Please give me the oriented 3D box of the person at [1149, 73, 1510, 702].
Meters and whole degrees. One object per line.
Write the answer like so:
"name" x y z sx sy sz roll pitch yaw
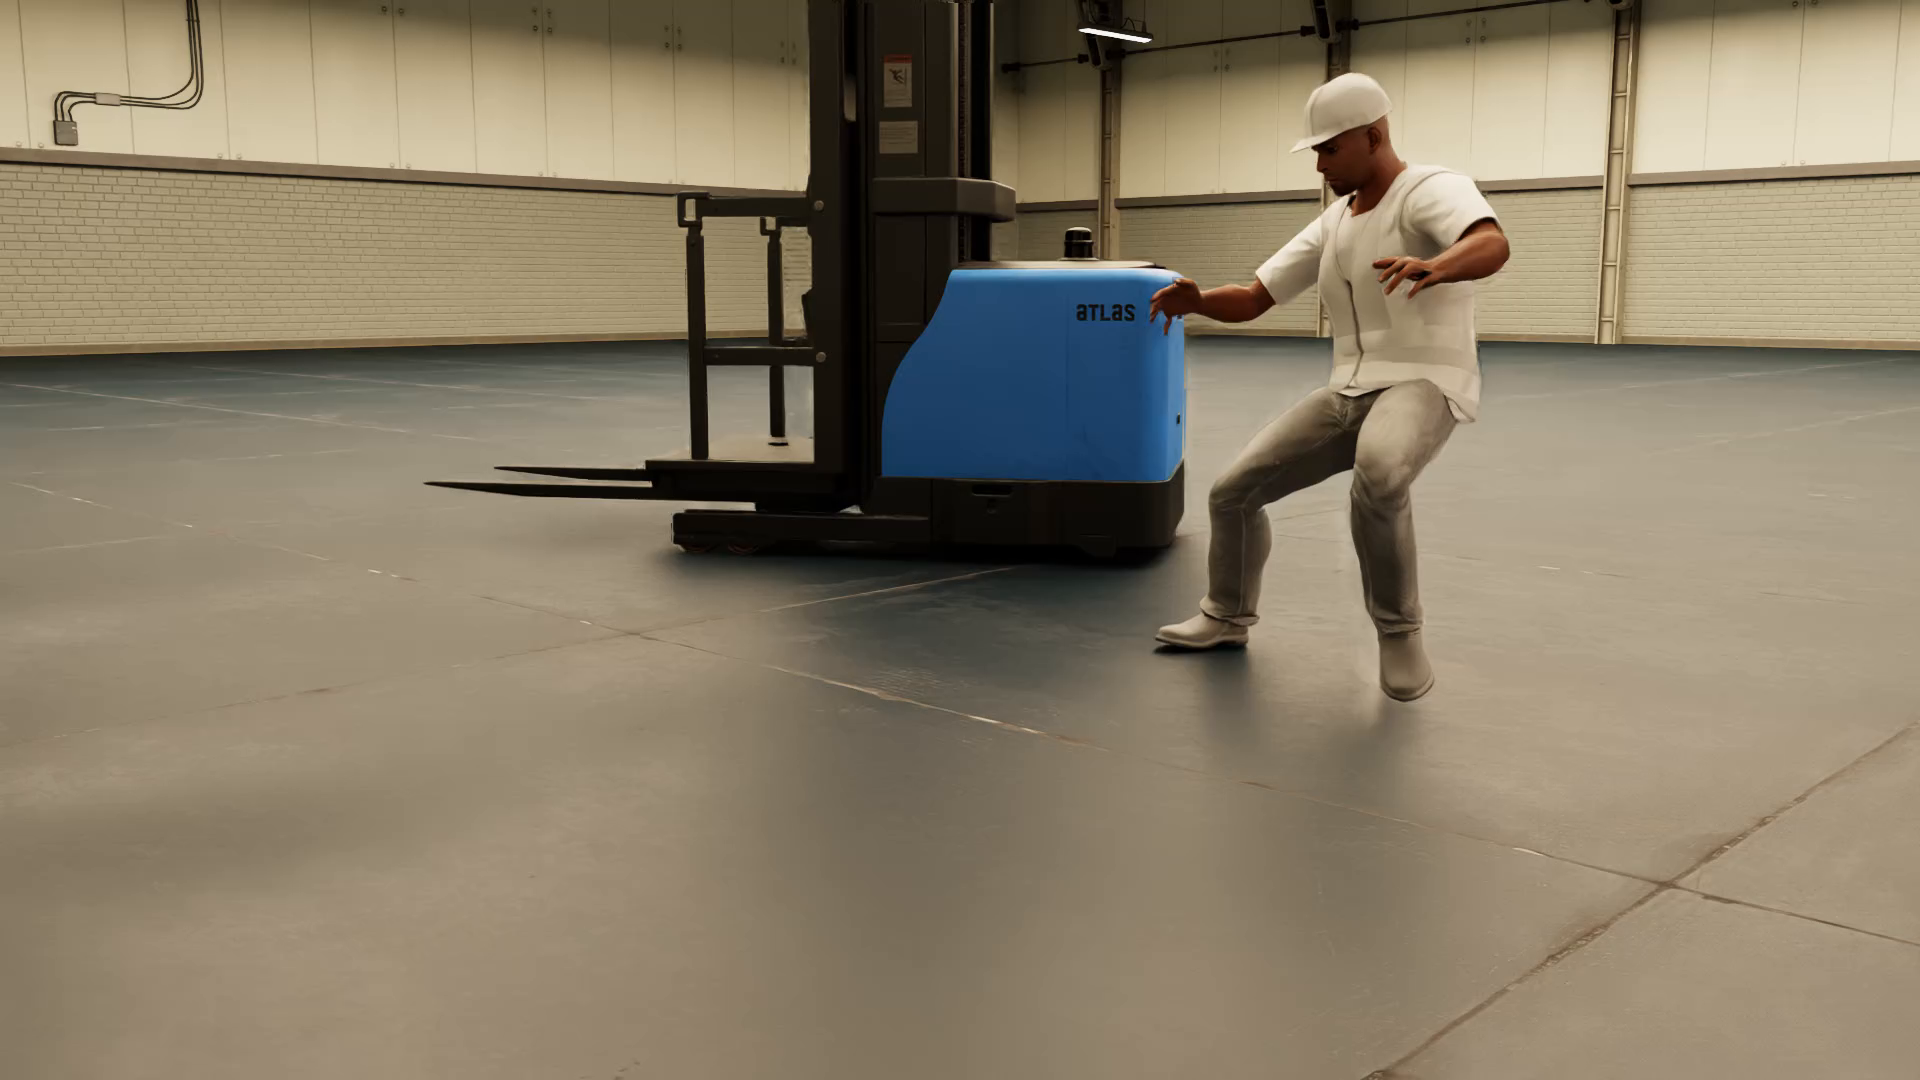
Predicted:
"person" 0.947 -0.407 4.236 0.780 1.550 1.019 -4 9 -24

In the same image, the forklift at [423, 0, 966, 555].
"forklift" -0.636 -1.467 6.617 3.031 2.935 1.121 2 9 11
